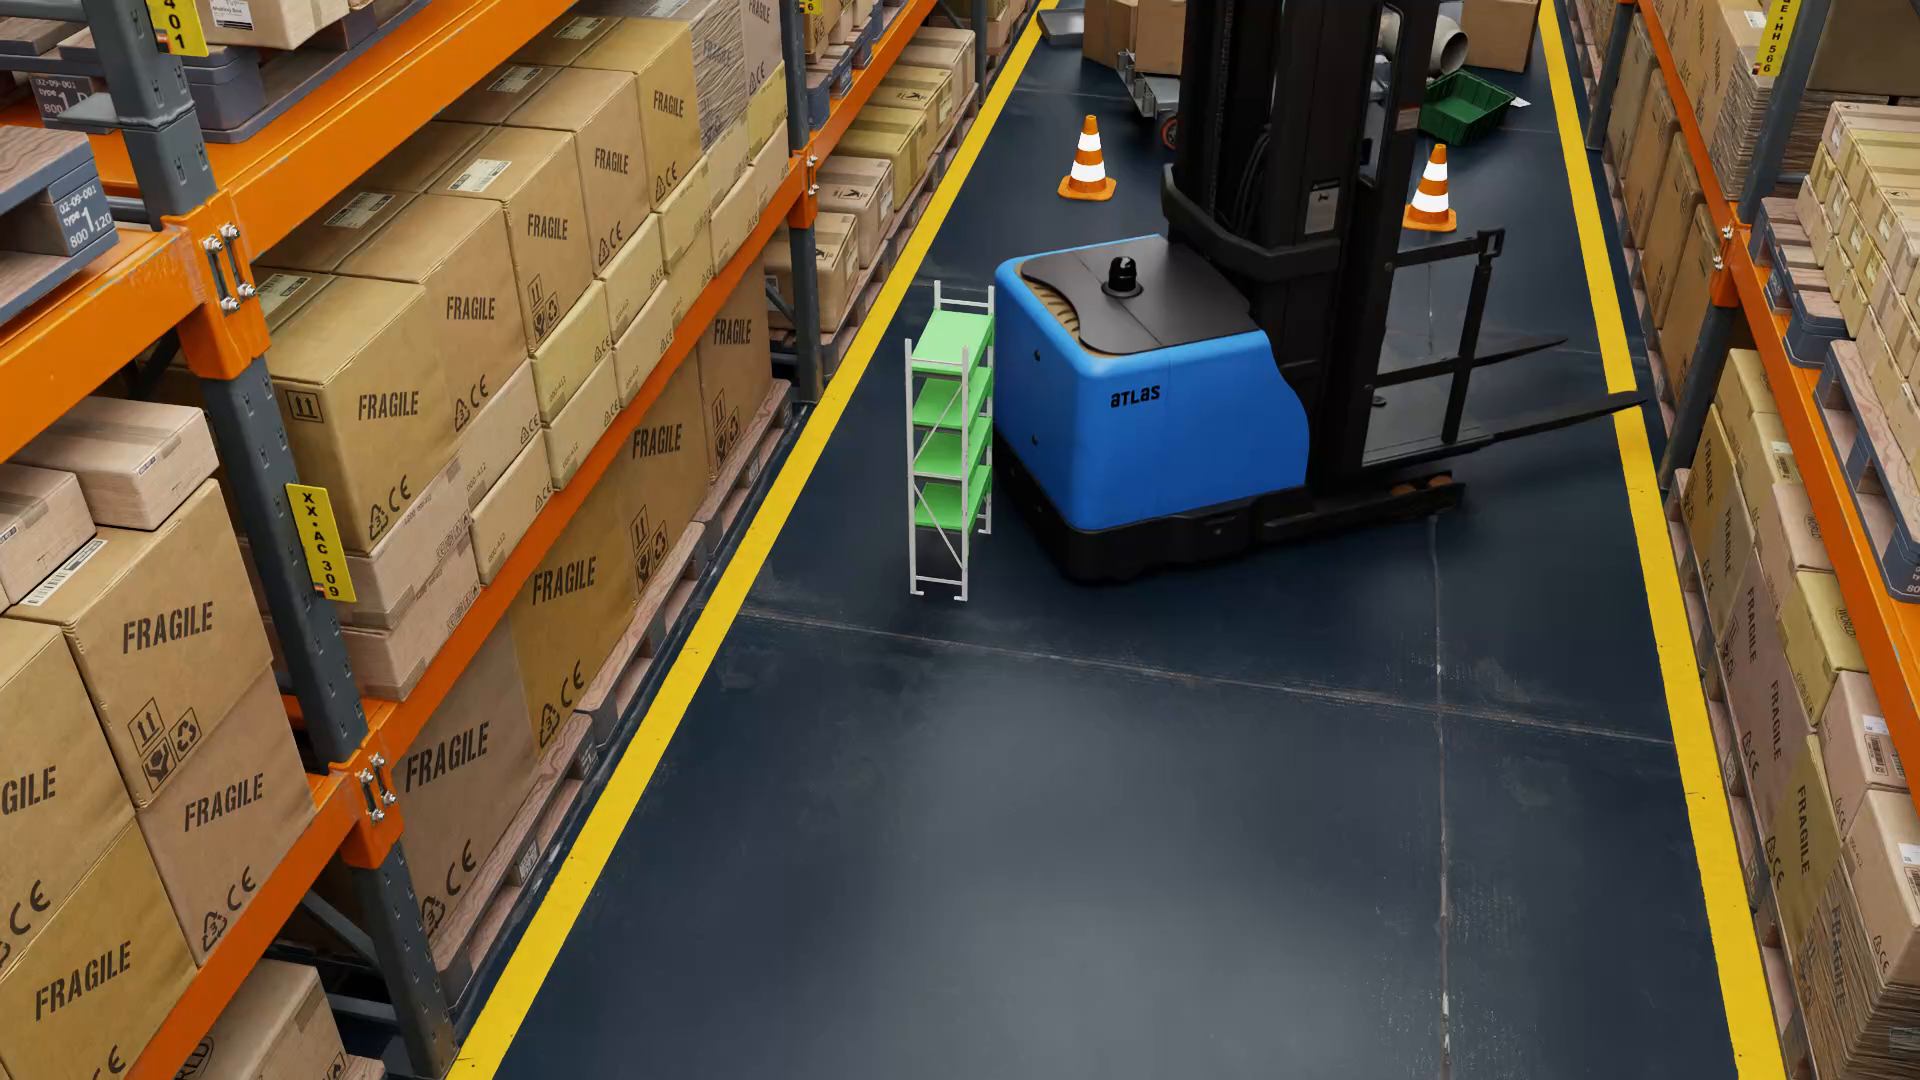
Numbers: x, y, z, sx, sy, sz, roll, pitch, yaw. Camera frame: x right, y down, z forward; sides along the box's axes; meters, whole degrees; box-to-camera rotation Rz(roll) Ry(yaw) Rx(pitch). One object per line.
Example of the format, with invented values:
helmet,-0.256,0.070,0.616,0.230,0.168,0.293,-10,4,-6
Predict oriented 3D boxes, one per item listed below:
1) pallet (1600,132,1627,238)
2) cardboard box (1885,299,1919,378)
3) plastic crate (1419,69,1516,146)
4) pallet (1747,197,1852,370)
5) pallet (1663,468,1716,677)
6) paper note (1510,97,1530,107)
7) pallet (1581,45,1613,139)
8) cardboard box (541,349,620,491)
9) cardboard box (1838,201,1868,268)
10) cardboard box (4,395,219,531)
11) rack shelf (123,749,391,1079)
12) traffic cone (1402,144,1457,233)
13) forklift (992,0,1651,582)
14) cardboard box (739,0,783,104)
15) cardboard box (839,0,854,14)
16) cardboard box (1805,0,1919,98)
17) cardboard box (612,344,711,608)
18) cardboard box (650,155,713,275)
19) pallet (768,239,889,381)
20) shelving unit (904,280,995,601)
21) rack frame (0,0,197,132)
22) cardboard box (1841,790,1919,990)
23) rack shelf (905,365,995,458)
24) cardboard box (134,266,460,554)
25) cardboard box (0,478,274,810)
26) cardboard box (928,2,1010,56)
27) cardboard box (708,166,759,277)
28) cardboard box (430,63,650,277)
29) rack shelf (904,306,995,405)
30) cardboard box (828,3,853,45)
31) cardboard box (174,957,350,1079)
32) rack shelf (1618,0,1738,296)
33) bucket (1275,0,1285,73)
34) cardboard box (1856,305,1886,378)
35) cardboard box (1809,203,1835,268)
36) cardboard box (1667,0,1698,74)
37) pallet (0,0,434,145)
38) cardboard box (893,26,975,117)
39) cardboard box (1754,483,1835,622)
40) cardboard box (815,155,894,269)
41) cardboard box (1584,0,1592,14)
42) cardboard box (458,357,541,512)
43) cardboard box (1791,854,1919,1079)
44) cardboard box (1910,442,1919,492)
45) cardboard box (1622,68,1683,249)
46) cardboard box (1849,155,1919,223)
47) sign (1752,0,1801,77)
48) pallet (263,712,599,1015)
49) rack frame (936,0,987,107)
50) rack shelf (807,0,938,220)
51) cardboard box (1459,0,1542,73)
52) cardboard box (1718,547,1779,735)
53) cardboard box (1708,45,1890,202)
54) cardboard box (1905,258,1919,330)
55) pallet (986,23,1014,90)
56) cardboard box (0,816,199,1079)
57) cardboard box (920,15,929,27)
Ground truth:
pallet,4.445,-2.119,9.994,1.003,0.211,1.213,7,37,10
cardboard box,3.109,-0.605,5.131,0.380,0.149,0.250,7,37,10
plastic crate,3.293,-2.848,10.971,0.450,0.188,0.662,36,48,26
pallet,3.634,-0.907,6.109,1.213,0.211,1.003,7,37,10
pallet,3.513,0.170,6.835,1.003,0.211,1.213,7,37,10
paper note,3.795,-2.997,11.358,0.147,0.020,0.142,-17,39,-22
pallet,4.775,-2.997,11.205,1.003,0.211,1.213,7,37,10
cardboard box,-1.444,-0.423,5.406,0.500,0.250,0.500,7,37,10
cardboard box,3.273,-1.034,5.724,0.380,0.149,0.250,6,36,9
cardboard box,-1.785,-0.168,3.435,0.380,0.149,0.250,7,36,9
rack shelf,-2.457,1.762,2.876,1.077,0.370,4.000,7,37,10
traffic cone,2.774,-2.093,9.744,0.336,0.463,0.334,7,37,10
forklift,1.705,-1.545,6.884,3.031,2.935,1.130,-12,38,-17
cardboard box,-1.031,-2.085,6.634,0.500,0.500,0.500,6,36,9
cardboard box,-0.749,-2.829,7.900,0.500,0.500,0.500,9,37,12
cardboard box,3.787,-2.108,6.665,0.700,0.500,0.500,7,37,10
cardboard box,-1.599,-0.383,6.674,0.875,0.875,0.875,8,37,11
cardboard box,-1.226,-1.211,6.067,0.500,0.250,0.500,6,36,9
pallet,-1.007,-1.288,8.847,1.003,0.211,1.213,7,37,10
shelving unit,-0.035,-0.391,6.767,0.258,1.200,0.503,7,37,10
rack frame,-2.030,-2.105,2.486,1.000,3.000,0.127,7,37,10
cardboard box,2.739,0.966,4.494,0.500,0.250,0.500,6,36,9
rack shelf,-0.035,-0.534,6.664,0.258,0.148,0.480,7,37,10
cardboard box,-1.655,-0.338,4.222,0.500,0.500,0.500,8,37,11
cardboard box,-1.861,0.184,3.503,0.500,0.500,0.500,7,37,10
cardboard box,0.069,-3.624,11.679,0.500,0.250,0.500,6,36,8
cardboard box,-1.124,-1.291,6.603,0.500,0.250,0.500,8,37,11
cardboard box,-1.360,-1.217,5.436,0.500,0.500,0.500,7,36,9
rack shelf,-0.035,-0.728,6.523,0.258,0.148,0.480,7,37,10
cardboard box,-0.728,-2.510,8.013,0.380,0.149,0.250,5,36,7
cardboard box,-2.269,1.538,4.398,0.875,0.438,0.875,7,36,9
rack shelf,4.109,-2.262,8.428,1.077,0.370,4.000,7,37,10
bucket,2.313,-3.357,10.820,0.726,0.611,0.620,20,51,26
cardboard box,3.164,-0.627,5.416,0.380,0.149,0.250,8,37,11
cardboard box,3.332,-1.090,6.054,0.380,0.149,0.250,9,37,12
cardboard box,3.836,-2.606,8.204,0.500,0.500,0.500,8,37,11
pallet,-1.882,-1.345,4.157,0.805,0.209,1.217,6,36,8
cardboard box,-0.431,-3.067,10.808,0.950,0.372,0.625,8,37,11
cardboard box,3.071,0.070,5.731,0.500,0.250,0.500,8,37,10
cardboard box,-0.895,-1.822,9.089,0.950,0.372,0.625,7,36,9
cardboard box,5.124,-4.401,12.219,0.875,0.875,0.875,7,36,9
cardboard box,-1.577,-0.337,4.861,0.500,0.250,0.500,8,37,11
cardboard box,2.739,1.273,4.710,0.500,0.500,0.500,7,36,9
cardboard box,2.994,-0.182,4.801,0.380,0.149,0.250,9,37,12
cardboard box,4.282,-2.039,9.067,1.050,0.750,0.750,7,37,10
cardboard box,3.282,-1.181,5.672,0.380,0.149,0.250,7,37,10
sign,3.139,-1.943,6.388,0.100,0.325,0.005,7,37,10
pallet,-1.939,1.001,5.689,1.003,0.211,1.213,7,37,10
rack frame,-0.321,-4.262,10.575,1.000,3.000,0.127,7,37,10
rack shelf,-0.748,-2.825,9.204,1.077,0.370,4.000,7,37,10
cardboard box,3.865,-3.707,11.937,0.500,0.500,0.500,14,38,18
cardboard box,3.072,0.392,5.925,0.500,0.500,0.500,6,36,9
cardboard box,3.516,-1.739,7.008,0.500,0.500,0.500,7,37,10
cardboard box,3.115,-0.722,5.039,0.380,0.149,0.250,8,37,11
pallet,-0.212,-3.523,11.931,1.003,0.211,1.213,7,37,10
cardboard box,-1.984,0.877,3.399,0.500,0.500,0.500,6,36,9
cardboard box,-0.458,-3.692,11.773,0.500,0.250,0.500,9,37,12
